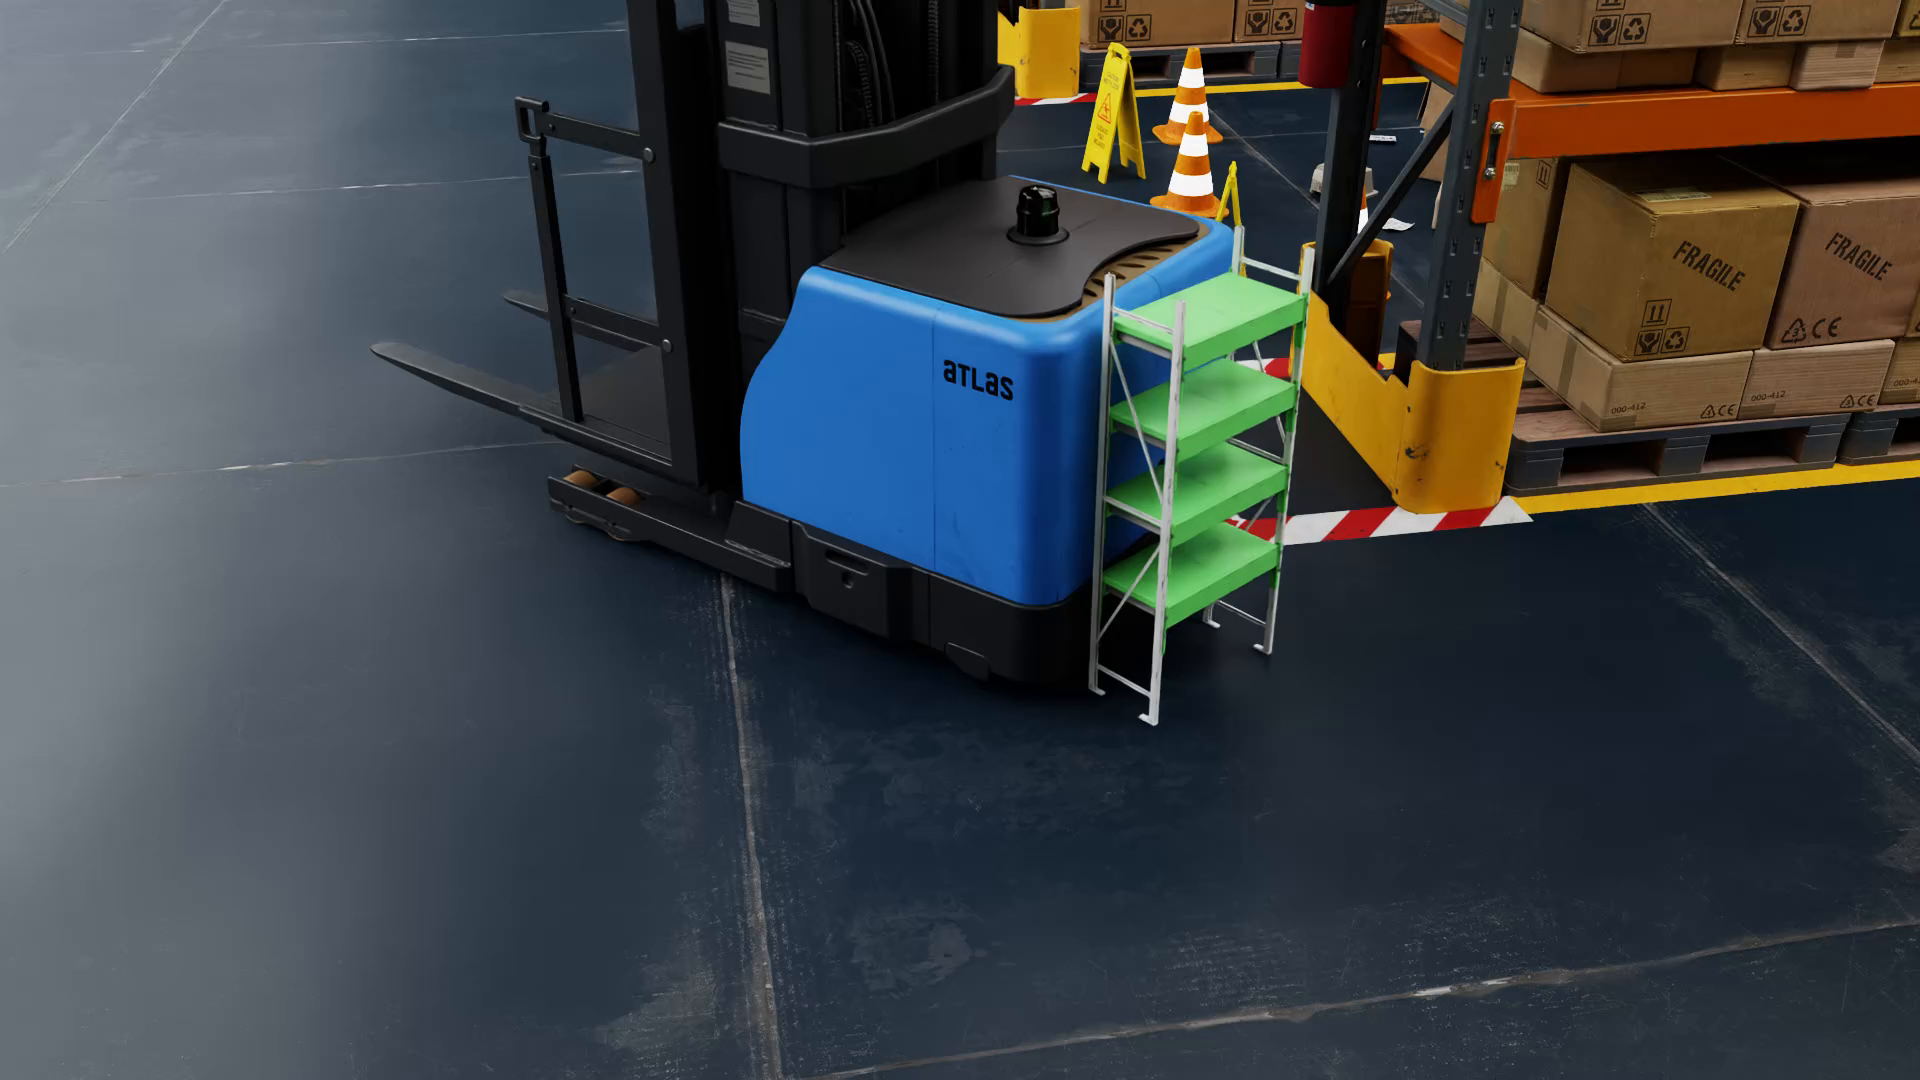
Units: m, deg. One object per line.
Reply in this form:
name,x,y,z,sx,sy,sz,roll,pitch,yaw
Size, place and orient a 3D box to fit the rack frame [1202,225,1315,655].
rack frame,0.791,-0.240,4.473,0.015,1.200,0.240,-25,38,-36

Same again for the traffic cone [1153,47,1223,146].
traffic cone,1.225,-2.377,8.836,0.334,0.463,0.336,-5,31,-9

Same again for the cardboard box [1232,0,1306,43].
cardboard box,1.967,-3.571,10.046,0.875,0.875,0.875,-6,31,-10

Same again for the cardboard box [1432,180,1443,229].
cardboard box,2.362,-1.569,7.772,0.250,0.149,0.380,10,32,17

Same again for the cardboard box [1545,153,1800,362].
cardboard box,2.304,-0.929,5.428,0.500,0.500,0.500,-6,31,-11

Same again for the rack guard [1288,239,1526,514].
rack guard,1.512,-0.601,5.778,0.348,0.500,1.175,-5,31,-9

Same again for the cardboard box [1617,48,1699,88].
cardboard box,2.055,-1.521,5.125,0.250,0.149,0.380,-5,31,-8

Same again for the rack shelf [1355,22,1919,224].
rack shelf,3.405,-1.544,5.626,4.000,0.370,1.077,-5,31,-9

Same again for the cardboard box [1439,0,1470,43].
cardboard box,1.767,-1.704,5.436,0.250,0.149,0.380,-4,31,-7

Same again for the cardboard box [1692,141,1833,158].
cardboard box,2.691,-1.243,5.963,0.500,0.500,0.500,-4,31,-7

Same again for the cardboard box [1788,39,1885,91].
cardboard box,2.588,-1.505,5.098,0.250,0.149,0.380,-5,31,-8

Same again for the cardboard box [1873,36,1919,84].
cardboard box,2.836,-1.545,5.167,0.250,0.149,0.380,-5,31,-8

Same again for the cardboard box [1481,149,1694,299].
cardboard box,2.178,-1.193,5.879,0.500,0.500,0.500,-5,31,-9

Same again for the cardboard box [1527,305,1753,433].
cardboard box,2.281,-0.603,5.614,0.500,0.250,0.500,-6,31,-9

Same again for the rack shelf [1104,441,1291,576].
rack shelf,0.614,-0.100,4.361,0.480,0.148,0.258,-25,38,-36

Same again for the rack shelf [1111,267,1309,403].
rack shelf,0.611,-0.515,4.120,0.480,0.148,0.258,-25,38,-36

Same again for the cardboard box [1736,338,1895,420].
cardboard box,2.784,-0.646,5.687,0.500,0.250,0.500,-4,31,-7

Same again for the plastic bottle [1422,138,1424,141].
plastic bottle,2.586,-2.103,8.766,0.283,0.061,0.133,-17,34,-26

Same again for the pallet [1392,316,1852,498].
pallet,2.318,-0.533,5.948,1.213,0.211,1.003,-5,31,-9

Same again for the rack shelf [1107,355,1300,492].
rack shelf,0.613,-0.308,4.240,0.480,0.148,0.258,-25,38,-36

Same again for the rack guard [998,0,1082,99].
rack guard,0.423,-3.050,9.944,0.348,0.500,1.175,-5,31,-9

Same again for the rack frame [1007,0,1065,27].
rack frame,0.446,-4.130,9.315,0.127,3.000,1.000,-5,31,-9

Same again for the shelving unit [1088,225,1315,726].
shelving unit,0.613,-0.156,4.329,0.503,1.200,0.258,-25,38,-36

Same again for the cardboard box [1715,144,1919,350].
cardboard box,2.817,-0.978,5.513,0.500,0.500,0.500,-6,31,-11

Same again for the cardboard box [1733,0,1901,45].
cardboard box,2.462,-1.796,4.954,0.500,0.500,0.500,-4,31,-7

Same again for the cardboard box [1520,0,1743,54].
cardboard box,1.953,-1.748,4.871,0.500,0.500,0.500,-6,31,-10

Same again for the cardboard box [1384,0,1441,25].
cardboard box,2.864,-3.654,10.186,0.875,0.875,0.875,-5,31,-9

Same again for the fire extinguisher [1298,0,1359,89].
fire extinguisher,1.242,-1.857,5.526,0.183,0.674,0.296,-5,31,-9

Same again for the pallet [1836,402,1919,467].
pallet,3.515,-0.642,6.134,1.213,0.211,1.003,-5,31,-9

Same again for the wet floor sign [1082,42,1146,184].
wet floor sign,0.775,-2.125,8.228,0.232,0.644,0.267,-11,32,-17

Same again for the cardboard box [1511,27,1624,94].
cardboard box,1.809,-1.491,5.074,0.250,0.149,0.380,-5,31,-9

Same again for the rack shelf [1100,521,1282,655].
rack shelf,0.615,0.107,4.482,0.480,0.148,0.258,-25,38,-36

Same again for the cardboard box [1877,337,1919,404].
cardboard box,3.319,-0.702,5.783,0.500,0.250,0.500,-3,31,-6

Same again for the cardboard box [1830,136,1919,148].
cardboard box,3.189,-1.285,6.035,0.500,0.500,0.500,-6,31,-10

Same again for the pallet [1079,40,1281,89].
pallet,1.219,-3.040,10.212,1.213,0.211,1.003,-5,31,-9

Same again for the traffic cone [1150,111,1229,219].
traffic cone,1.094,-1.783,7.825,0.334,0.463,0.336,-5,31,-9

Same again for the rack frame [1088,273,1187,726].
rack frame,0.435,-0.071,4.185,0.015,1.200,0.240,-25,38,-36

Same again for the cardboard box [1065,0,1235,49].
cardboard box,1.102,-3.490,9.908,0.875,0.875,0.875,-5,31,-9

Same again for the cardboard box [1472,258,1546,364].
cardboard box,2.208,-0.877,6.081,0.500,0.250,0.500,-5,31,-9

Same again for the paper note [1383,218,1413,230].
paper note,2.009,-1.470,7.720,0.142,0.019,0.148,-17,34,-26

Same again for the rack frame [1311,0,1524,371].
rack frame,1.437,-1.671,5.133,0.127,3.000,1.000,-5,31,-9

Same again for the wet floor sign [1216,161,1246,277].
wet floor sign,1.058,-1.173,6.608,0.232,0.644,0.267,5,31,8

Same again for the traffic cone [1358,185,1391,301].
traffic cone,1.628,-1.260,6.937,0.334,0.463,0.336,-5,31,-9

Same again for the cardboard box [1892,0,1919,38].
cardboard box,2.963,-1.844,5.034,0.500,0.500,0.500,-6,31,-10

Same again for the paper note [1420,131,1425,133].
paper note,2.549,-2.202,8.984,0.123,0.001,0.032,10,32,17

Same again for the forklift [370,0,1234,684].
forklift,-0.701,-1.456,4.834,3.031,2.935,1.130,20,36,30

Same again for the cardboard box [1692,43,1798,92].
cardboard box,2.330,-1.505,5.098,0.250,0.149,0.380,-6,31,-11

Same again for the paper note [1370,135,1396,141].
paper note,2.254,-2.142,8.865,0.142,0.017,0.144,5,31,8

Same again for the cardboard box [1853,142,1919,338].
cardboard box,3.312,-1.020,5.584,0.500,0.500,0.500,-5,31,-8

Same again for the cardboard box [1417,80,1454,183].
cardboard box,2.709,-2.018,8.185,0.797,0.503,0.637,23,37,33

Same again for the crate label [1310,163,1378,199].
crate label,1.856,-1.745,8.082,0.298,0.136,0.250,-23,38,-34

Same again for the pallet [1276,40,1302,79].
pallet,2.416,-3.150,10.398,1.213,0.211,1.003,-5,31,-9
